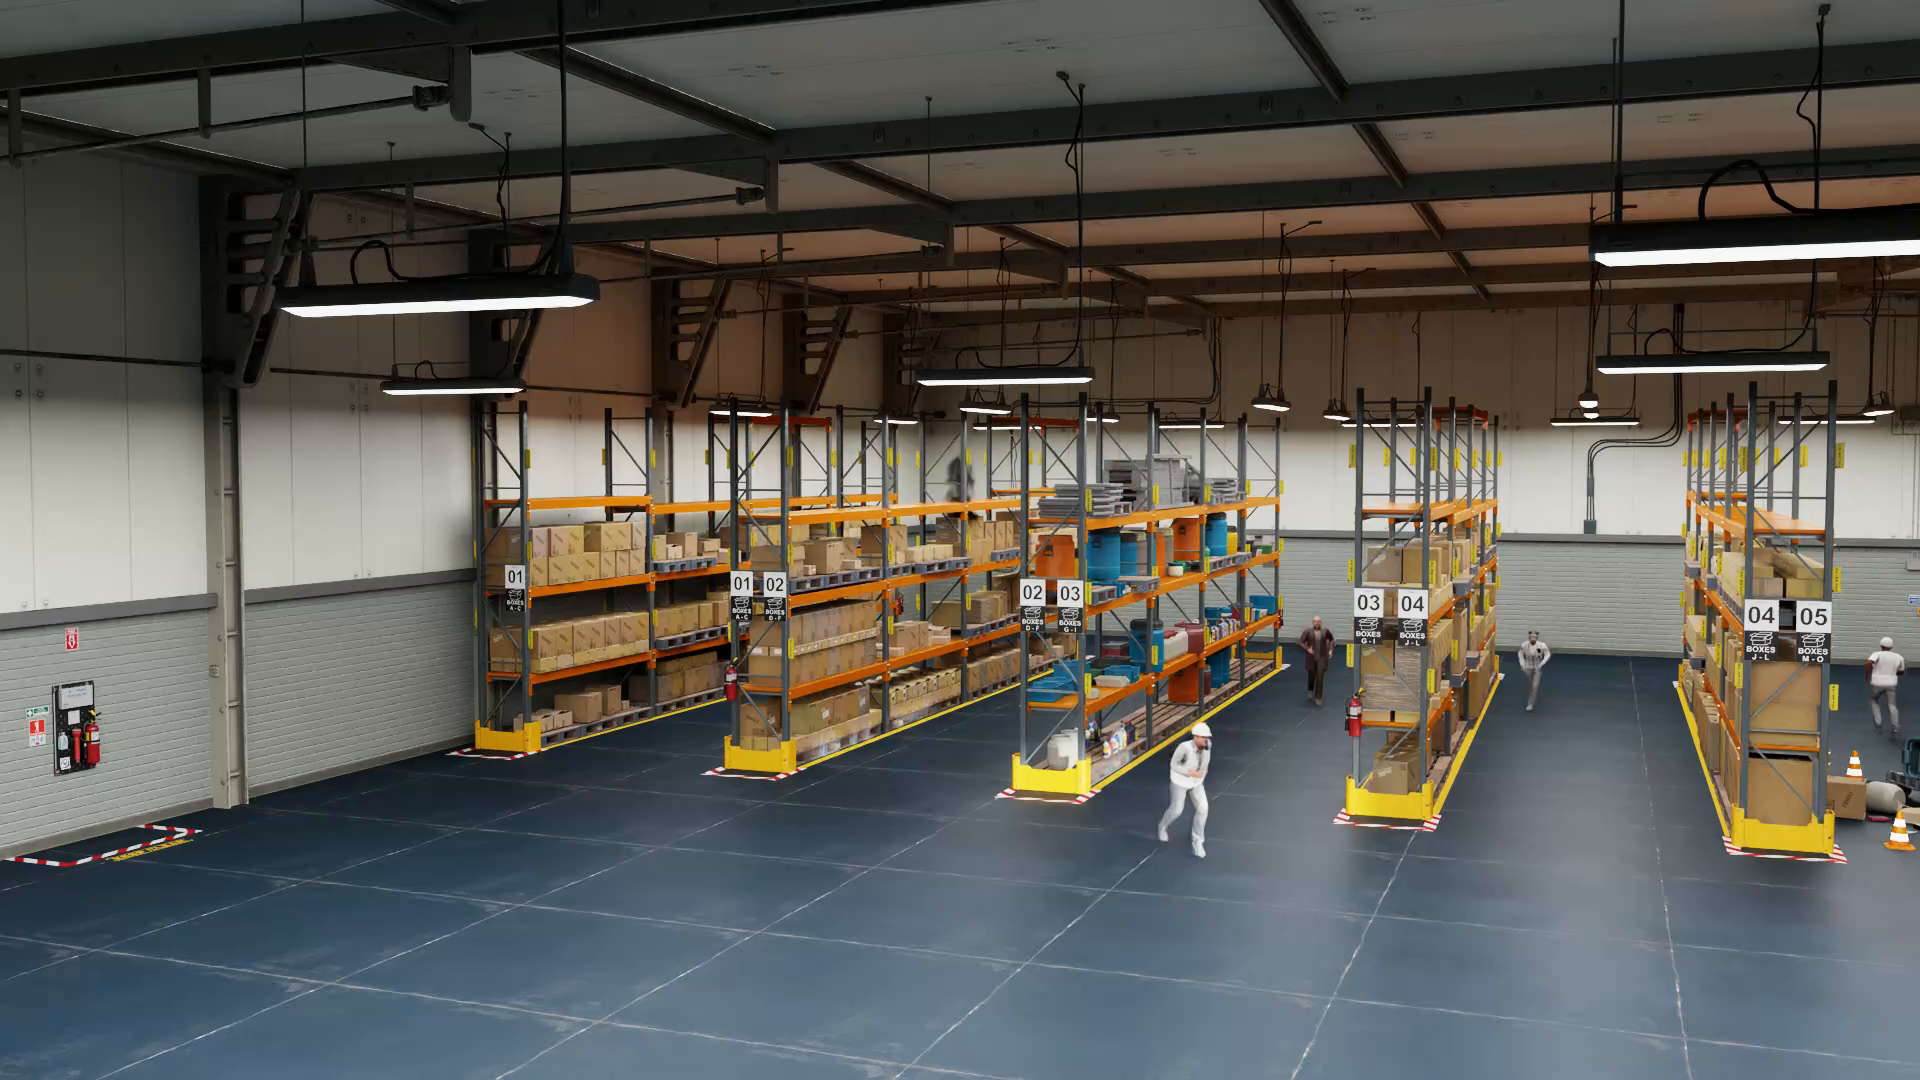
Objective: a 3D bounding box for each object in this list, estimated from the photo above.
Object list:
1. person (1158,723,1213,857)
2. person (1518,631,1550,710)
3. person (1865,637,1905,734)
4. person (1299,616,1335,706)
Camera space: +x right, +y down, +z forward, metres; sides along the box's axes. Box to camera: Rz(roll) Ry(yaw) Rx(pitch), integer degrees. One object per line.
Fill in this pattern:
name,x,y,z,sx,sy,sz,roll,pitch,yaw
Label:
person,2.892,3.151,21.279,0.702,1.733,1.037,-2,3,-29
person,11.528,2.598,33.390,0.614,1.627,0.794,1,3,20
person,16.734,2.658,30.122,0.708,1.795,0.877,1,3,15
person,7.318,2.453,34.133,0.732,1.791,0.925,0,3,8
